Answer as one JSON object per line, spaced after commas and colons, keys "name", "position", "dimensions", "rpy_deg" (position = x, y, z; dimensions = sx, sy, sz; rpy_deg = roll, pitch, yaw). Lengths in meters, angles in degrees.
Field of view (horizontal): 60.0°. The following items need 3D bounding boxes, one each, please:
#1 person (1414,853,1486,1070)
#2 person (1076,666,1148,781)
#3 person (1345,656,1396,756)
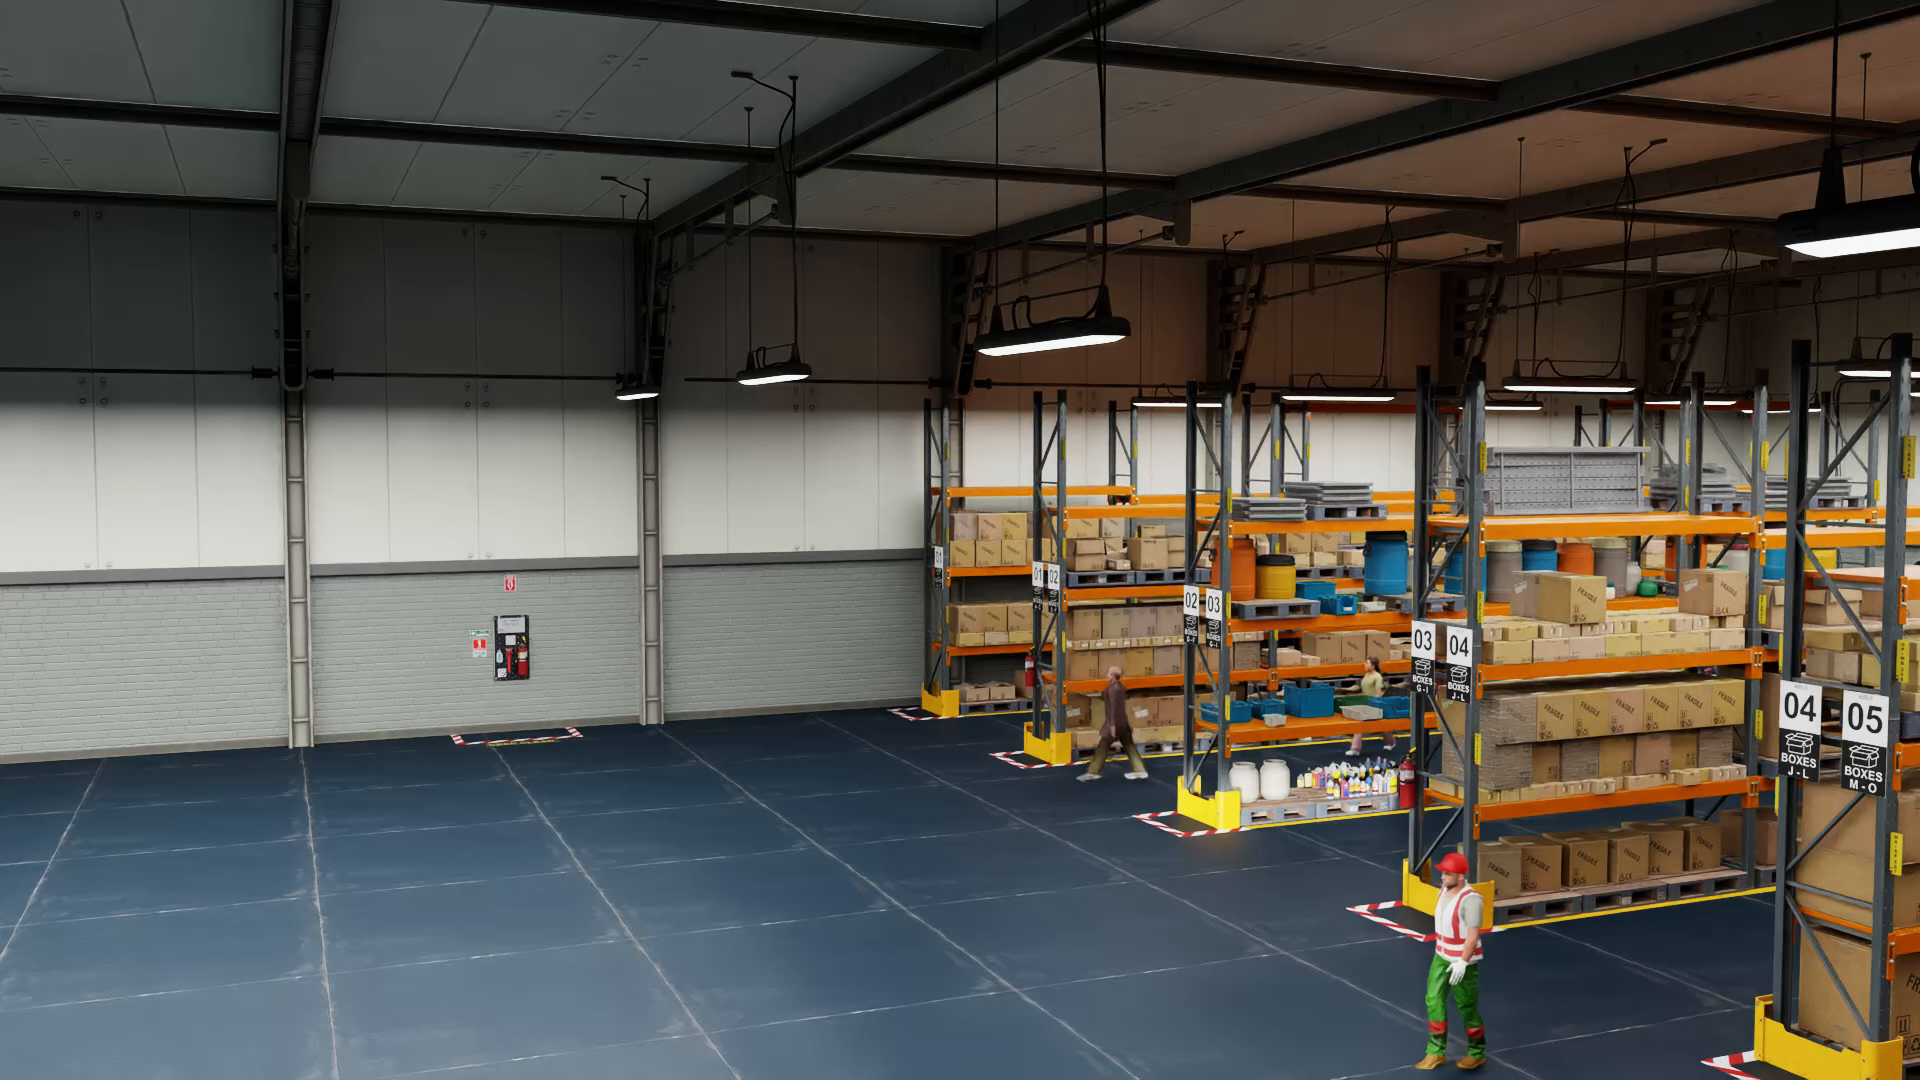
{"name": "person", "position": [4.056, 3.480, 13.681], "dimensions": [0.566, 1.826, 0.583], "rpy_deg": [-1, 4, -19]}
{"name": "person", "position": [2.332, 2.790, 25.306], "dimensions": [1.074, 1.746, 0.659], "rpy_deg": [1, 4, 16]}
{"name": "person", "position": [6.776, 2.726, 27.334], "dimensions": [1.022, 1.620, 0.433], "rpy_deg": [-3, 4, -37]}
